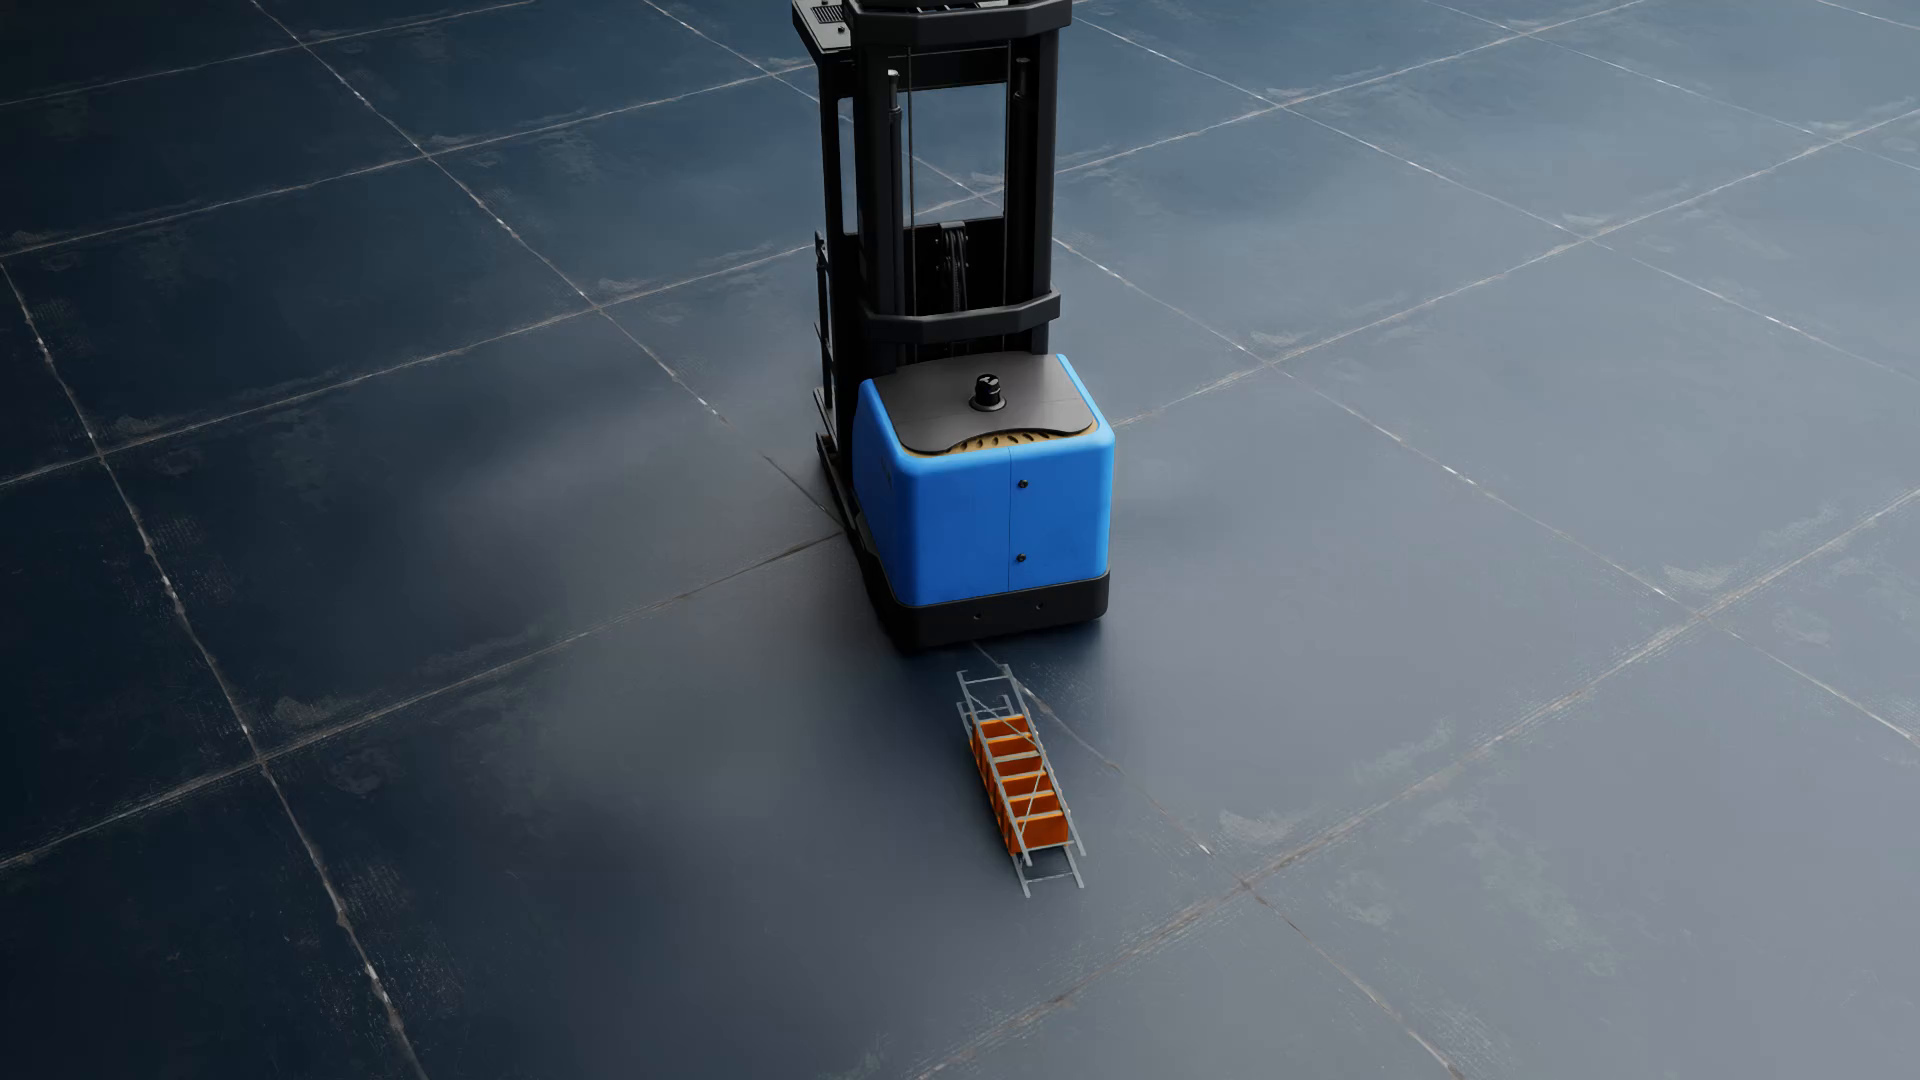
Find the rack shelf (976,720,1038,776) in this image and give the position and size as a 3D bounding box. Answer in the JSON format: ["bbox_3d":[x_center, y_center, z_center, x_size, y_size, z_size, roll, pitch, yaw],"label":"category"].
[{"bbox_3d":[0.200,0.894,7.154,0.258,0.180,0.103,-8,36,-11],"label":"rack shelf"}]

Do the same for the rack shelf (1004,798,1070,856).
[{"bbox_3d":[0.312,1.167,6.775,0.258,0.180,0.103,-8,36,-11],"label":"rack shelf"}]

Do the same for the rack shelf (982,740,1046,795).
[{"bbox_3d":[0.228,0.963,7.059,0.258,0.180,0.103,-8,36,-11],"label":"rack shelf"}]

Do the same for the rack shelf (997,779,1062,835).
[{"bbox_3d":[0.284,1.099,6.870,0.258,0.180,0.103,-8,36,-11],"label":"rack shelf"}]

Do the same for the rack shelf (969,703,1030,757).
[{"bbox_3d":[0.172,0.826,7.249,0.258,0.180,0.103,-8,36,-11],"label":"rack shelf"}]

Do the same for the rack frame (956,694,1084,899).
[{"bbox_3d":[0.239,1.062,7.078,0.240,0.006,1.200,-8,36,-11],"label":"rack frame"}]

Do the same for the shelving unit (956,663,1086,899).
[{"bbox_3d":[0.239,0.988,7.024,0.258,0.189,1.200,-8,36,-11],"label":"shelving unit"}]

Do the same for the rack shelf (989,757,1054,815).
[{"bbox_3d":[0.256,1.031,6.964,0.258,0.180,0.103,-8,36,-11],"label":"rack shelf"}]

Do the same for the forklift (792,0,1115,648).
[{"bbox_3d":[-0.161,-1.545,8.201,1.130,2.935,3.031,-9,37,-12],"label":"forklift"}]

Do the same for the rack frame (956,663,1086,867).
[{"bbox_3d":[0.239,0.914,6.971,0.240,0.006,1.200,-8,36,-11],"label":"rack frame"}]
